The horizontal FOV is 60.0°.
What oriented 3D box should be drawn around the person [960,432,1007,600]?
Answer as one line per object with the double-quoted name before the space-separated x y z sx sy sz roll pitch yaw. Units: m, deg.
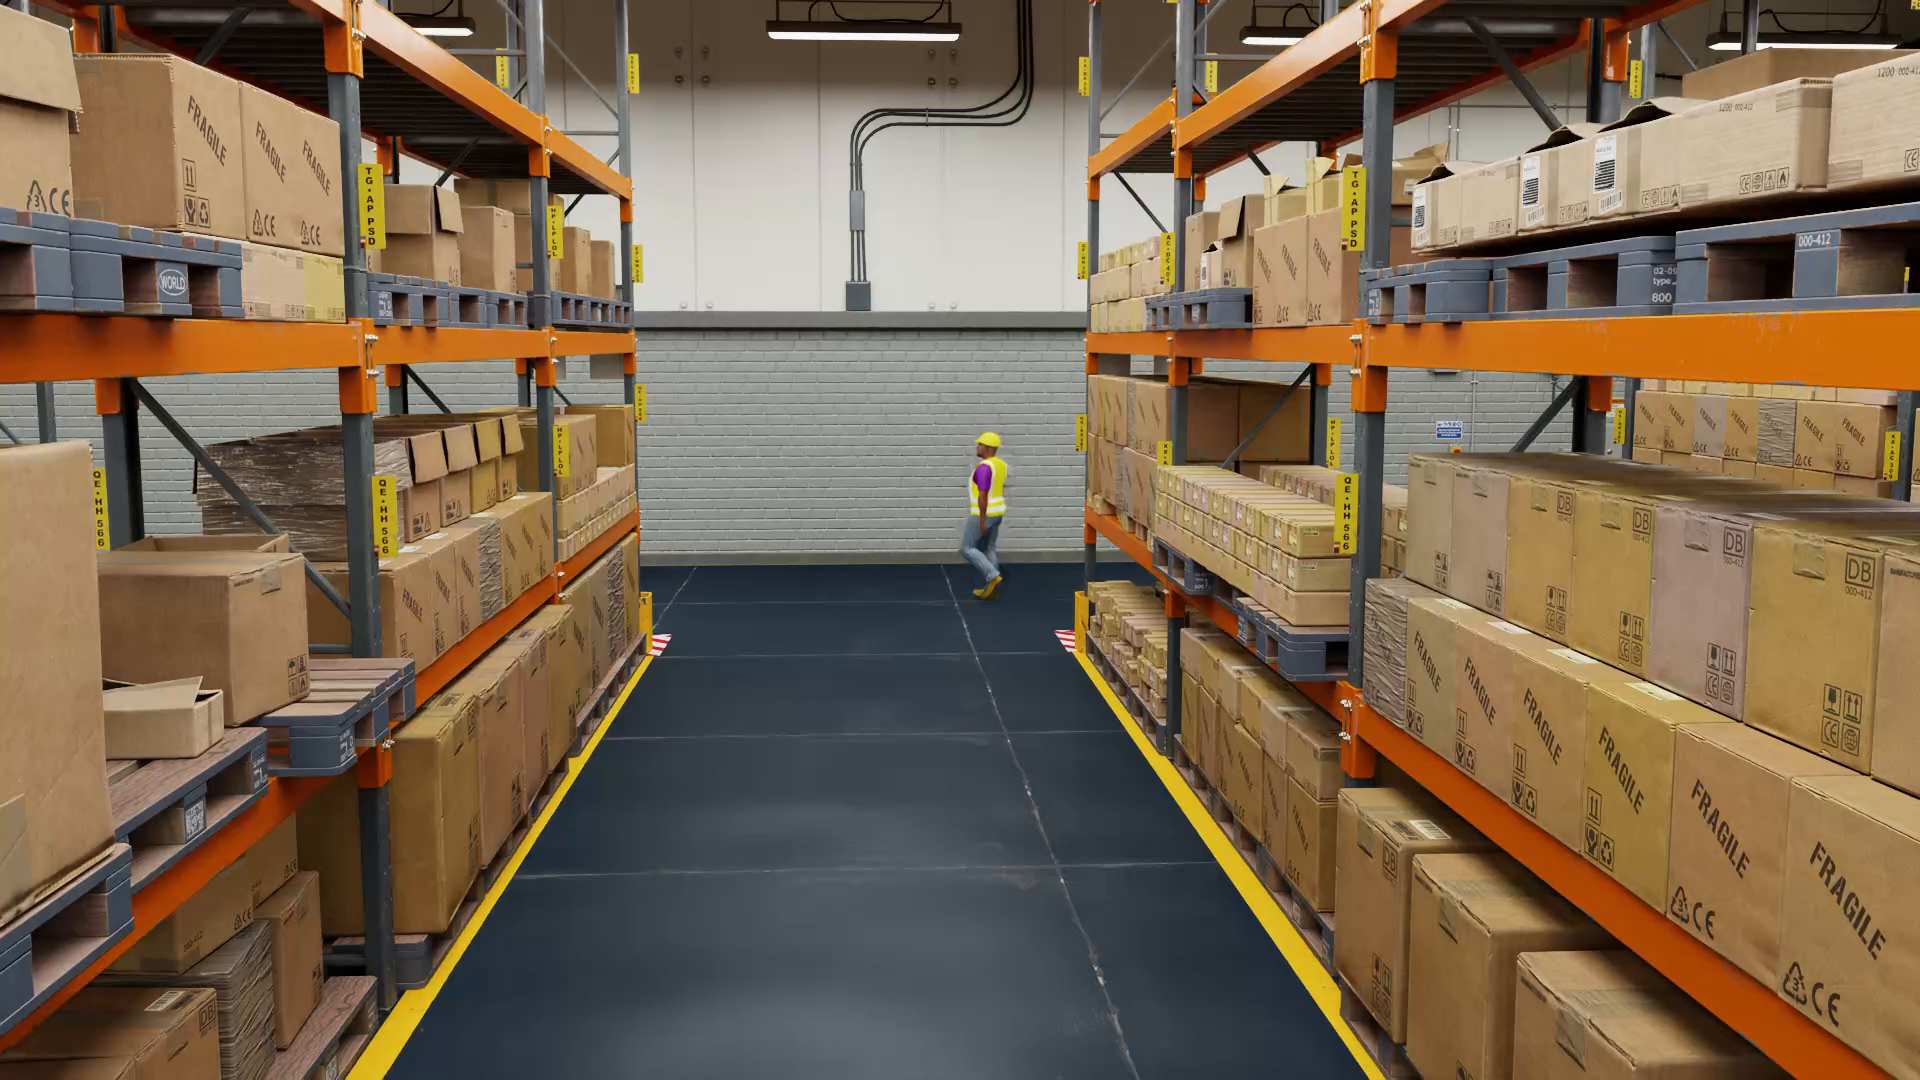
"person" 0.287 -0.259 17.616 0.474 1.762 0.563 4 8 28
